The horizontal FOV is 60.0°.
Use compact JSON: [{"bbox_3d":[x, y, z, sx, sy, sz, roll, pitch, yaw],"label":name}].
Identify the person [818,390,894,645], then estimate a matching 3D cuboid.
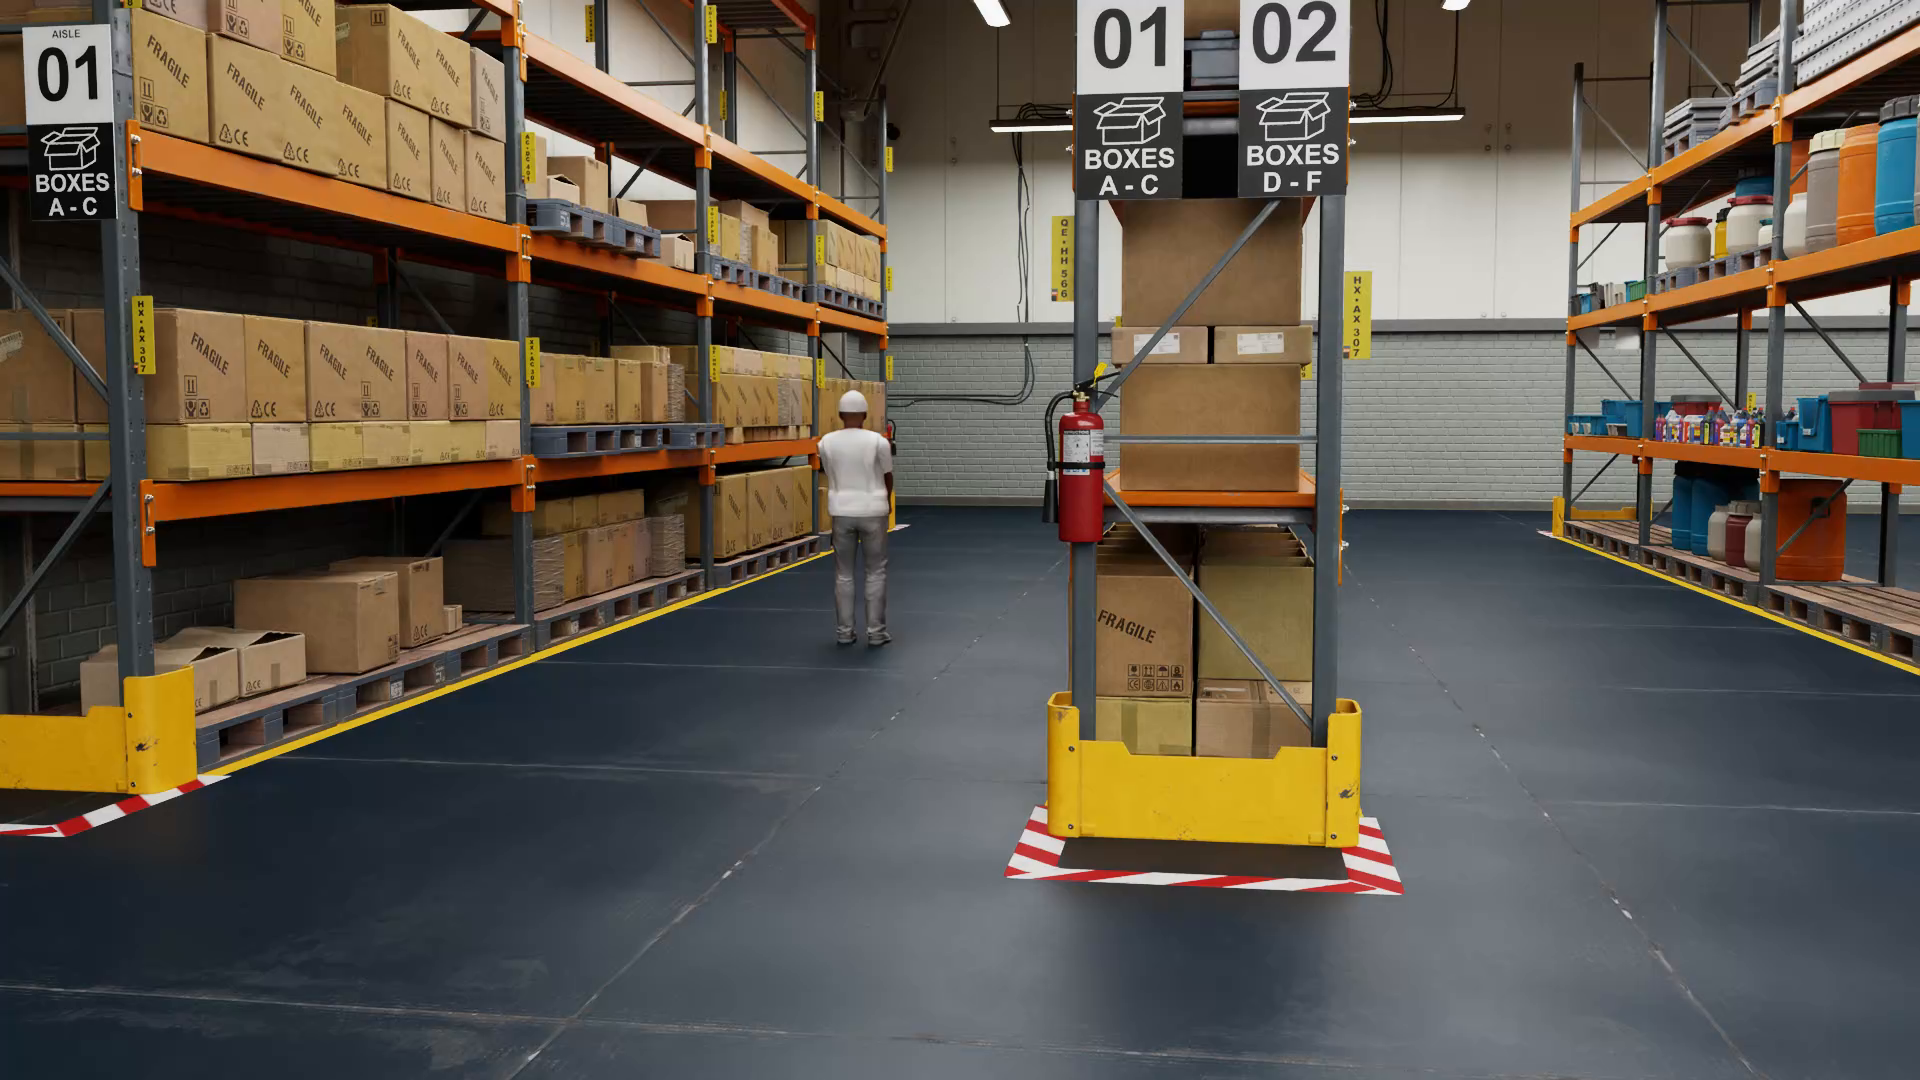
[{"bbox_3d":[-0.703,-0.165,11.642,0.504,1.761,0.572,1,5,10],"label":"person"}]
